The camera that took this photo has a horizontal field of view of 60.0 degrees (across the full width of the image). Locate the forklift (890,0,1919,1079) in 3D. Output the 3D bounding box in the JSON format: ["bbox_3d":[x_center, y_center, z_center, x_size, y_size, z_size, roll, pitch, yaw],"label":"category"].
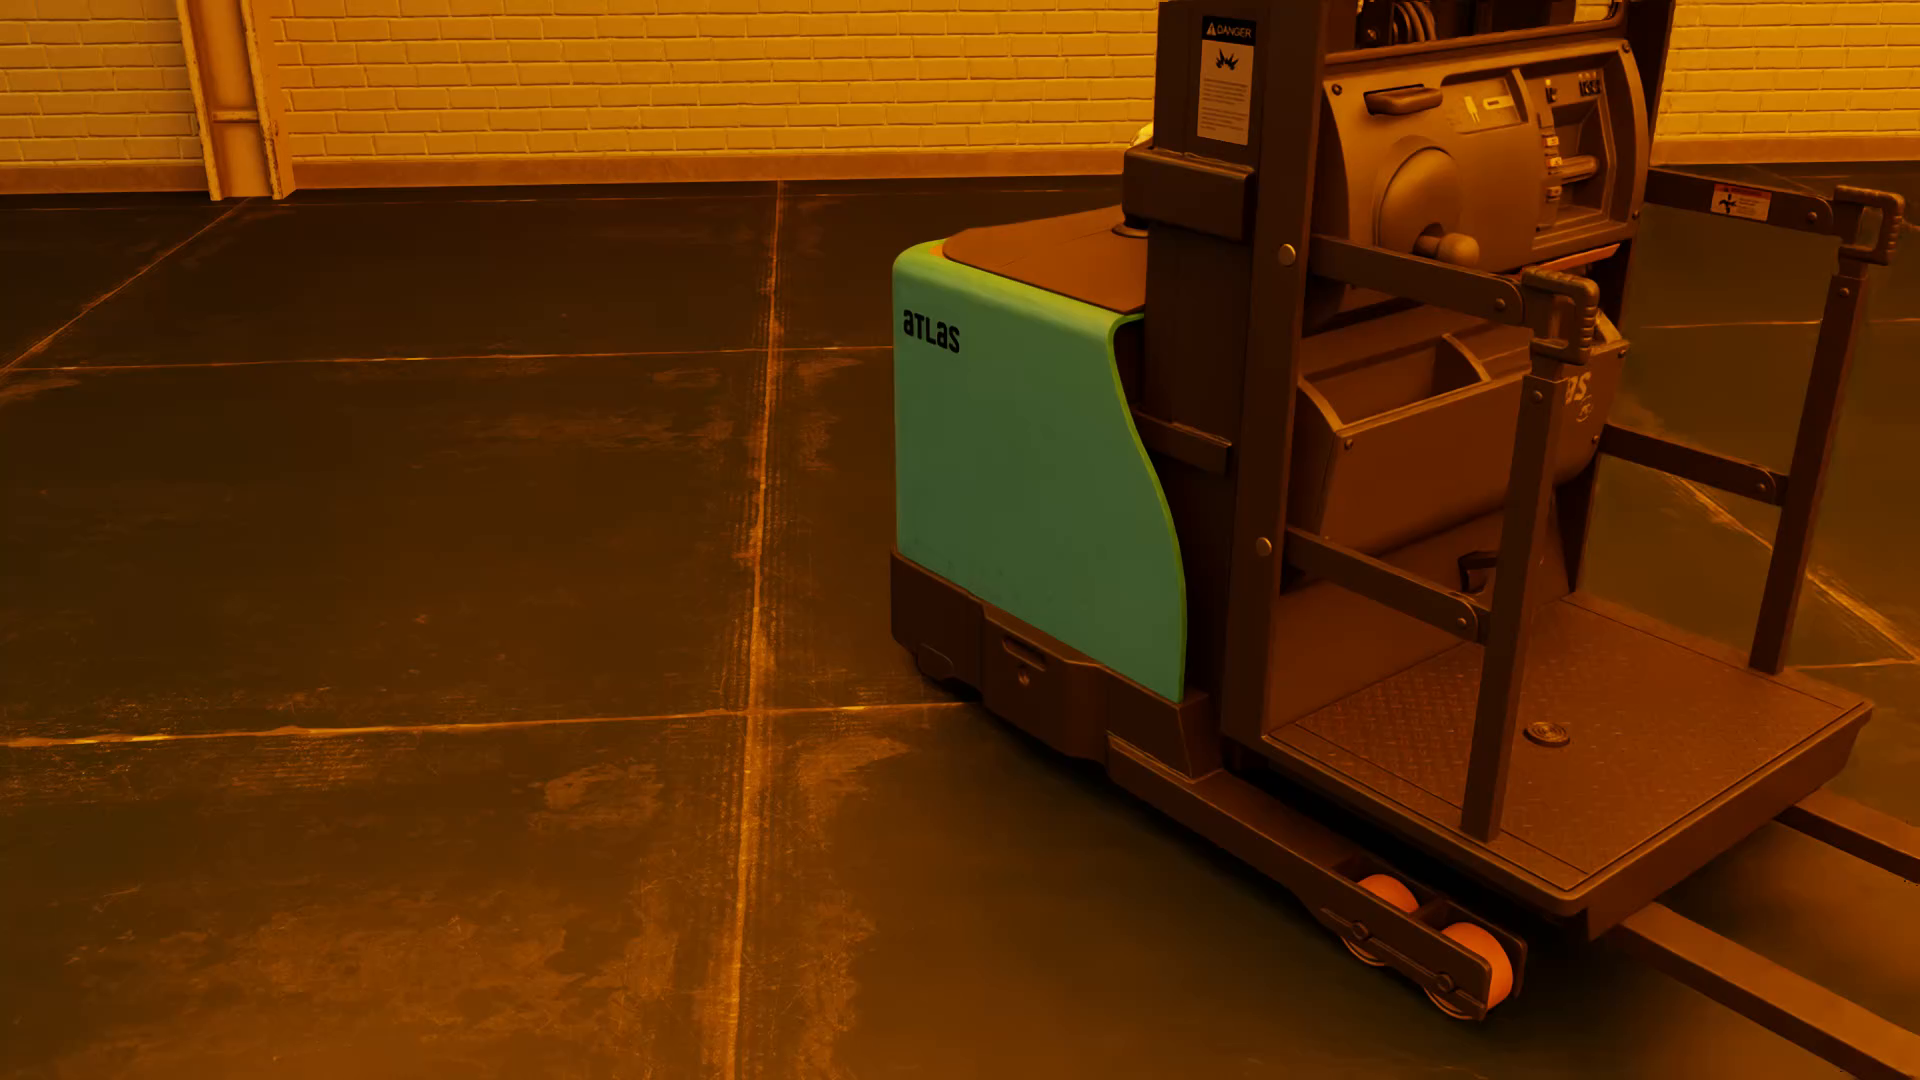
[{"bbox_3d":[1.132,-0.703,2.946,1.130,2.935,3.031,-18,29,-35],"label":"forklift"}]

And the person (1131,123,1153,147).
[{"bbox_3d":[1.171,-1.167,5.795,1.086,1.718,0.587,-9,25,-20],"label":"person"}]
